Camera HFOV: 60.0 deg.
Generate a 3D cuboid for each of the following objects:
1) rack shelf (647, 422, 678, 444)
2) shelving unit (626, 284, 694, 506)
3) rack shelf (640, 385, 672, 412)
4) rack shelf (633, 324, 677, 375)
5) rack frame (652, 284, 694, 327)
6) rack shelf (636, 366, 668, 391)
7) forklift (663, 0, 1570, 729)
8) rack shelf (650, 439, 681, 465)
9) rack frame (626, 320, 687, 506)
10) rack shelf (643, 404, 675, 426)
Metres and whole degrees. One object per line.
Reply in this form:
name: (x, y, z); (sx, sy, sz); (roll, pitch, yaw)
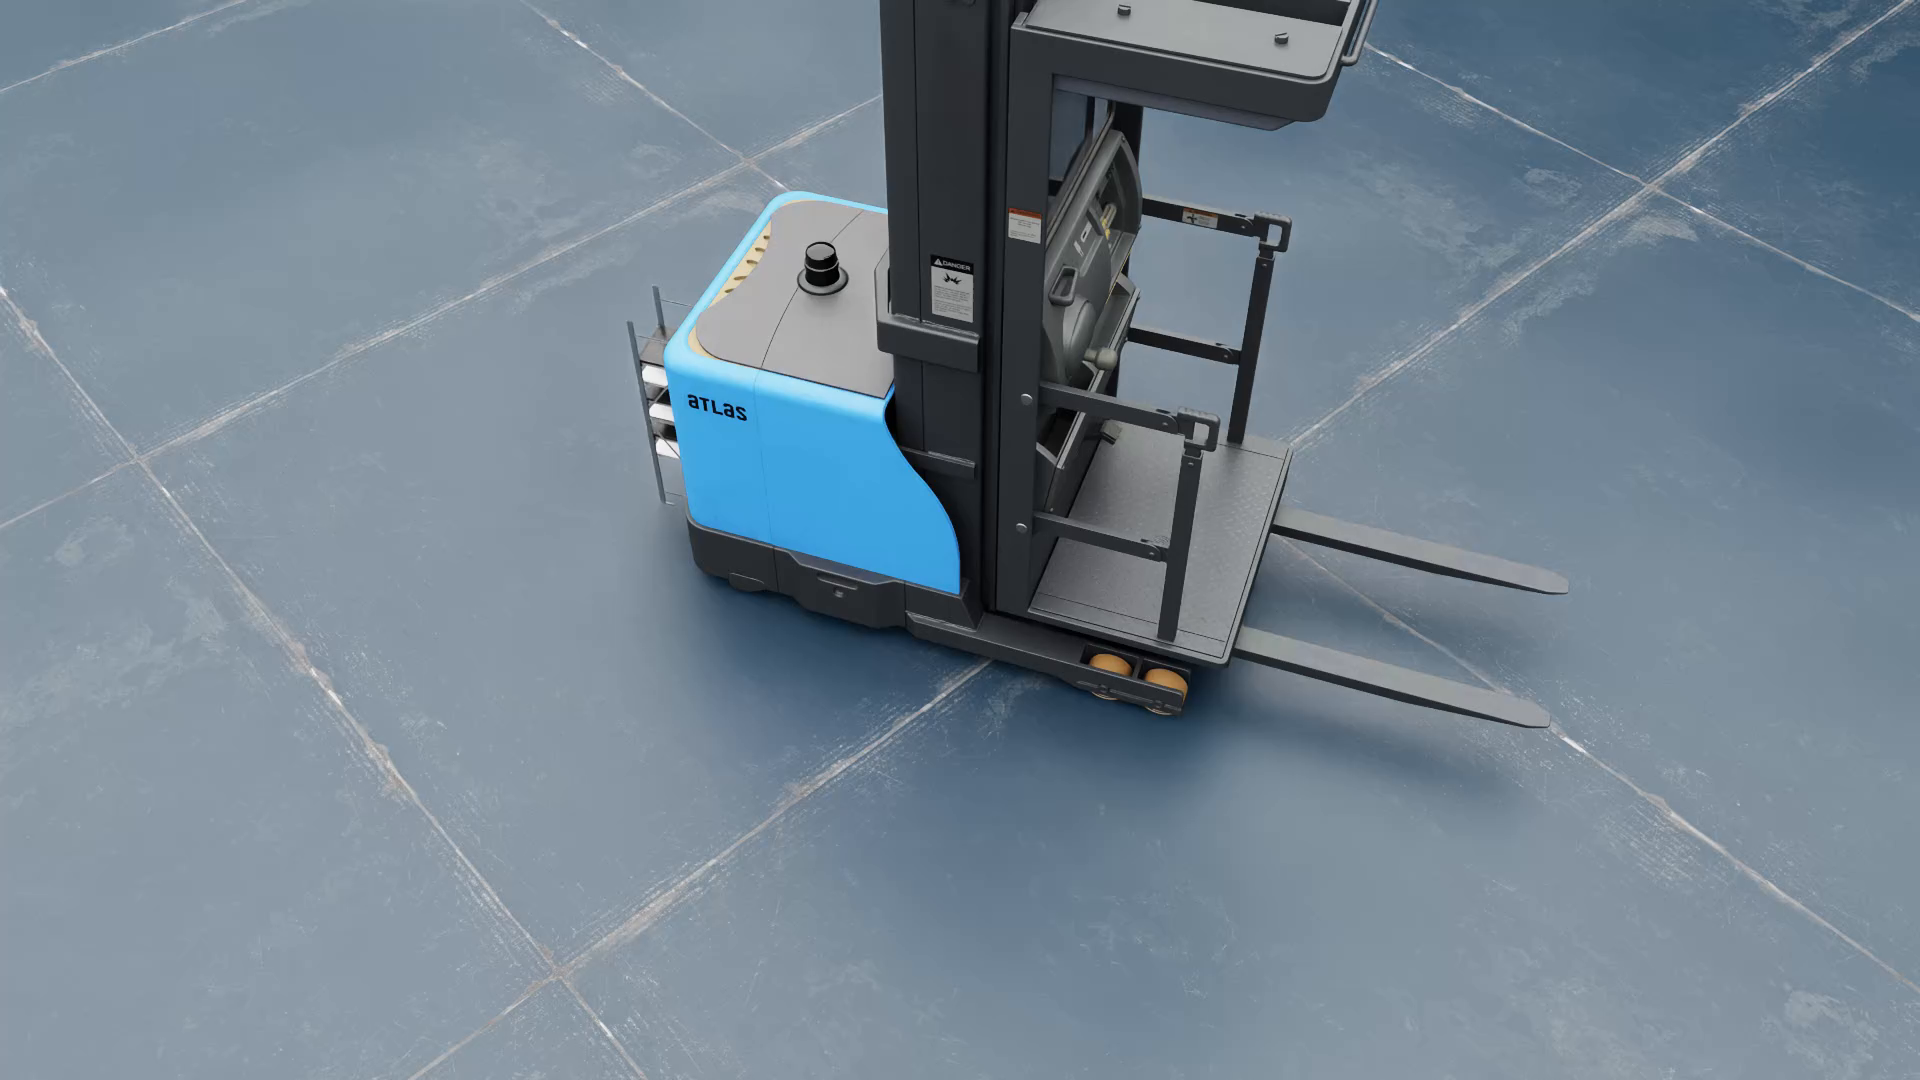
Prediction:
rack shelf: (-1.002, -0.411, 6.185); (0.258, 0.077, 0.200); (14, 49, 12)
shelving unit: (-1.002, -0.495, 6.094); (0.258, 0.900, 0.210); (14, 49, 12)
rack shelf: (-1.002, -0.533, 6.053); (0.258, 0.077, 0.200); (14, 49, 12)
rack shelf: (-1.002, -0.655, 5.920); (0.258, 0.077, 0.200); (14, 49, 12)
rack frame: (-0.970, -0.566, 6.160); (0.240, 0.900, 0.006); (14, 49, 12)
rack shelf: (-1.002, -0.594, 5.986); (0.258, 0.077, 0.200); (14, 49, 12)
forklift: (0.594, -0.839, 5.030); (3.031, 2.935, 1.130); (15, 49, 13)
rack shelf: (-1.002, -0.350, 6.251); (0.258, 0.077, 0.200); (14, 49, 12)
rack frame: (-1.034, -0.424, 6.029); (0.240, 0.900, 0.006); (14, 49, 12)
rack shelf: (-1.002, -0.472, 6.119); (0.258, 0.077, 0.200); (14, 49, 12)
